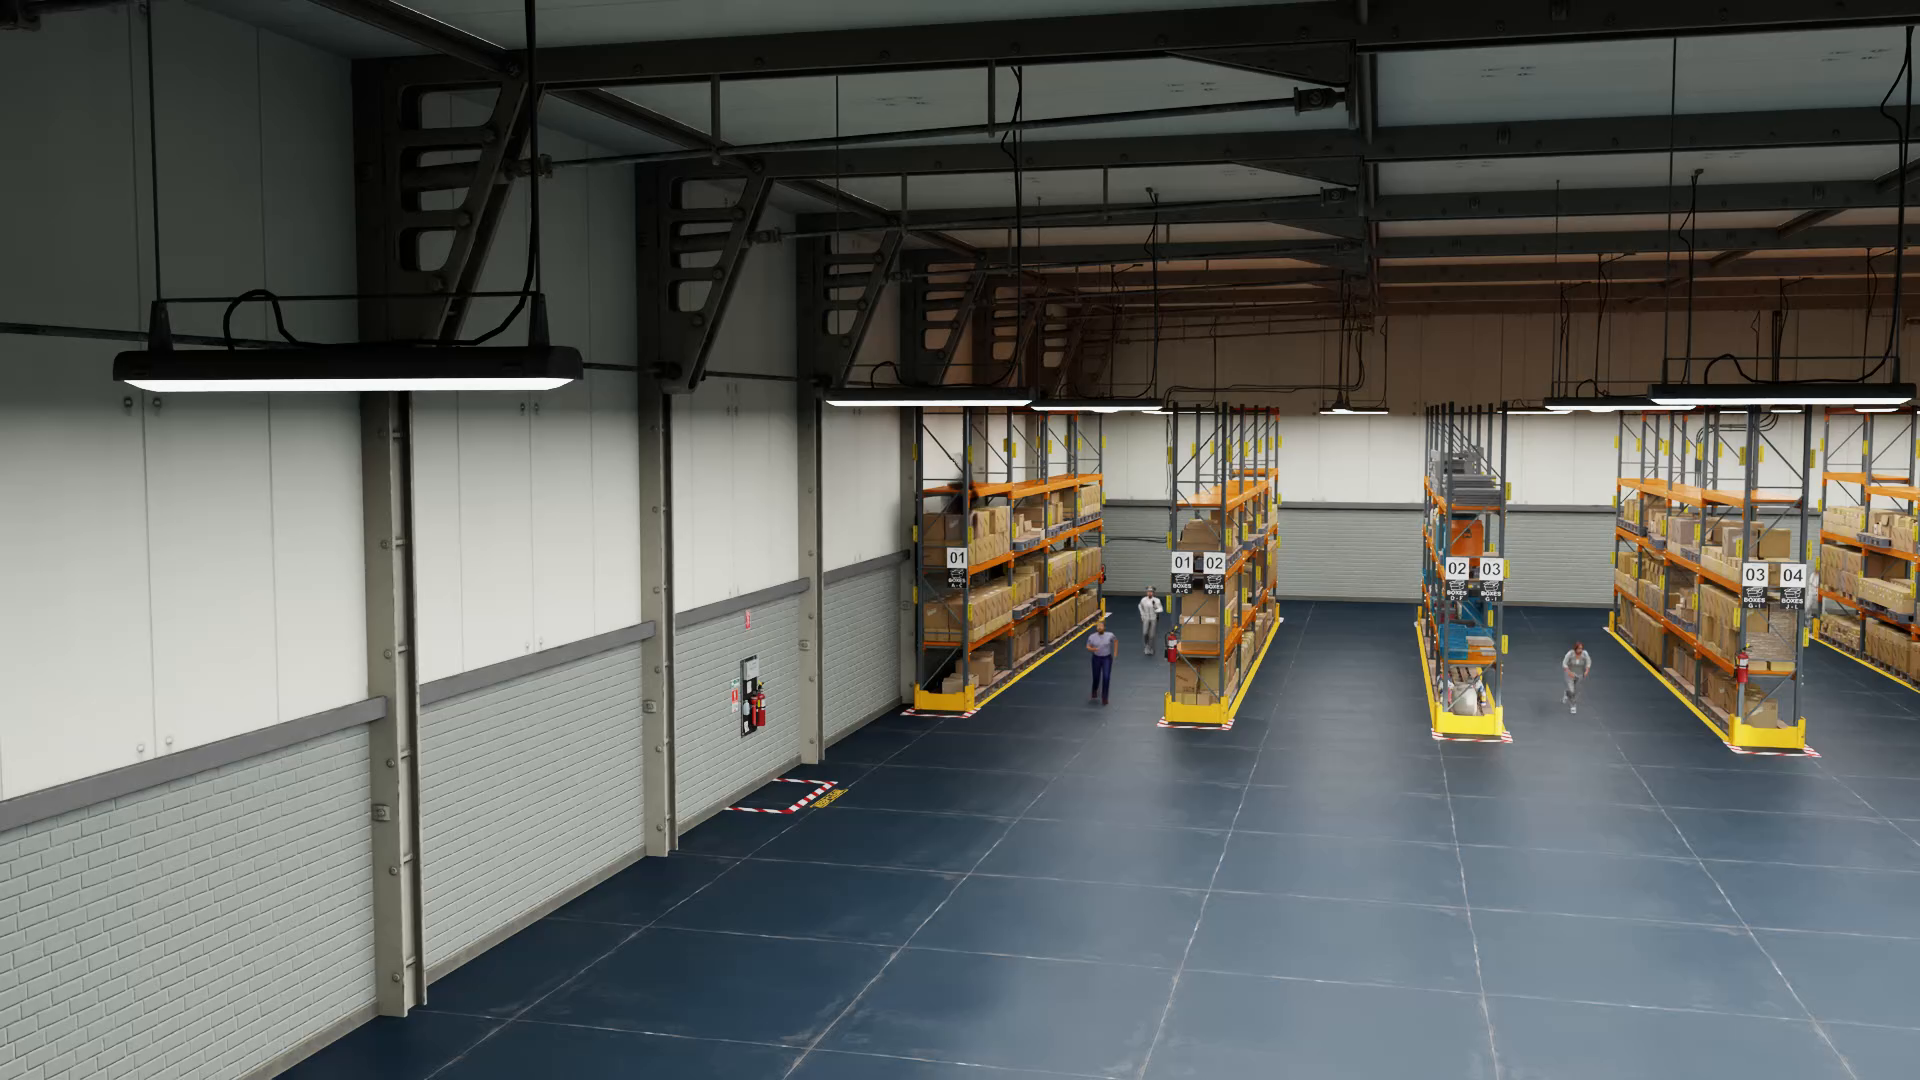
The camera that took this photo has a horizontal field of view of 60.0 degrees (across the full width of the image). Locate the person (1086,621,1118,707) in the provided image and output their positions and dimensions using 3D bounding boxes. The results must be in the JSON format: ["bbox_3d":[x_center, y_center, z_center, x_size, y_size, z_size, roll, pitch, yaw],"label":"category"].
[{"bbox_3d":[2.844,2.450,33.302,0.620,1.688,0.902,0,4,7],"label":"person"}]

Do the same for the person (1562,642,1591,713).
[{"bbox_3d":[11.919,2.639,32.215,0.555,1.426,0.837,0,4,4],"label":"person"}]

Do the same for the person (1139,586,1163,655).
[{"bbox_3d":[4.551,1.934,39.965,0.594,1.678,0.630,1,4,15],"label":"person"}]

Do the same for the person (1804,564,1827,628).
[{"bbox_3d":[23.002,1.524,44.658,0.804,1.845,0.648,-2,5,-29],"label":"person"}]
